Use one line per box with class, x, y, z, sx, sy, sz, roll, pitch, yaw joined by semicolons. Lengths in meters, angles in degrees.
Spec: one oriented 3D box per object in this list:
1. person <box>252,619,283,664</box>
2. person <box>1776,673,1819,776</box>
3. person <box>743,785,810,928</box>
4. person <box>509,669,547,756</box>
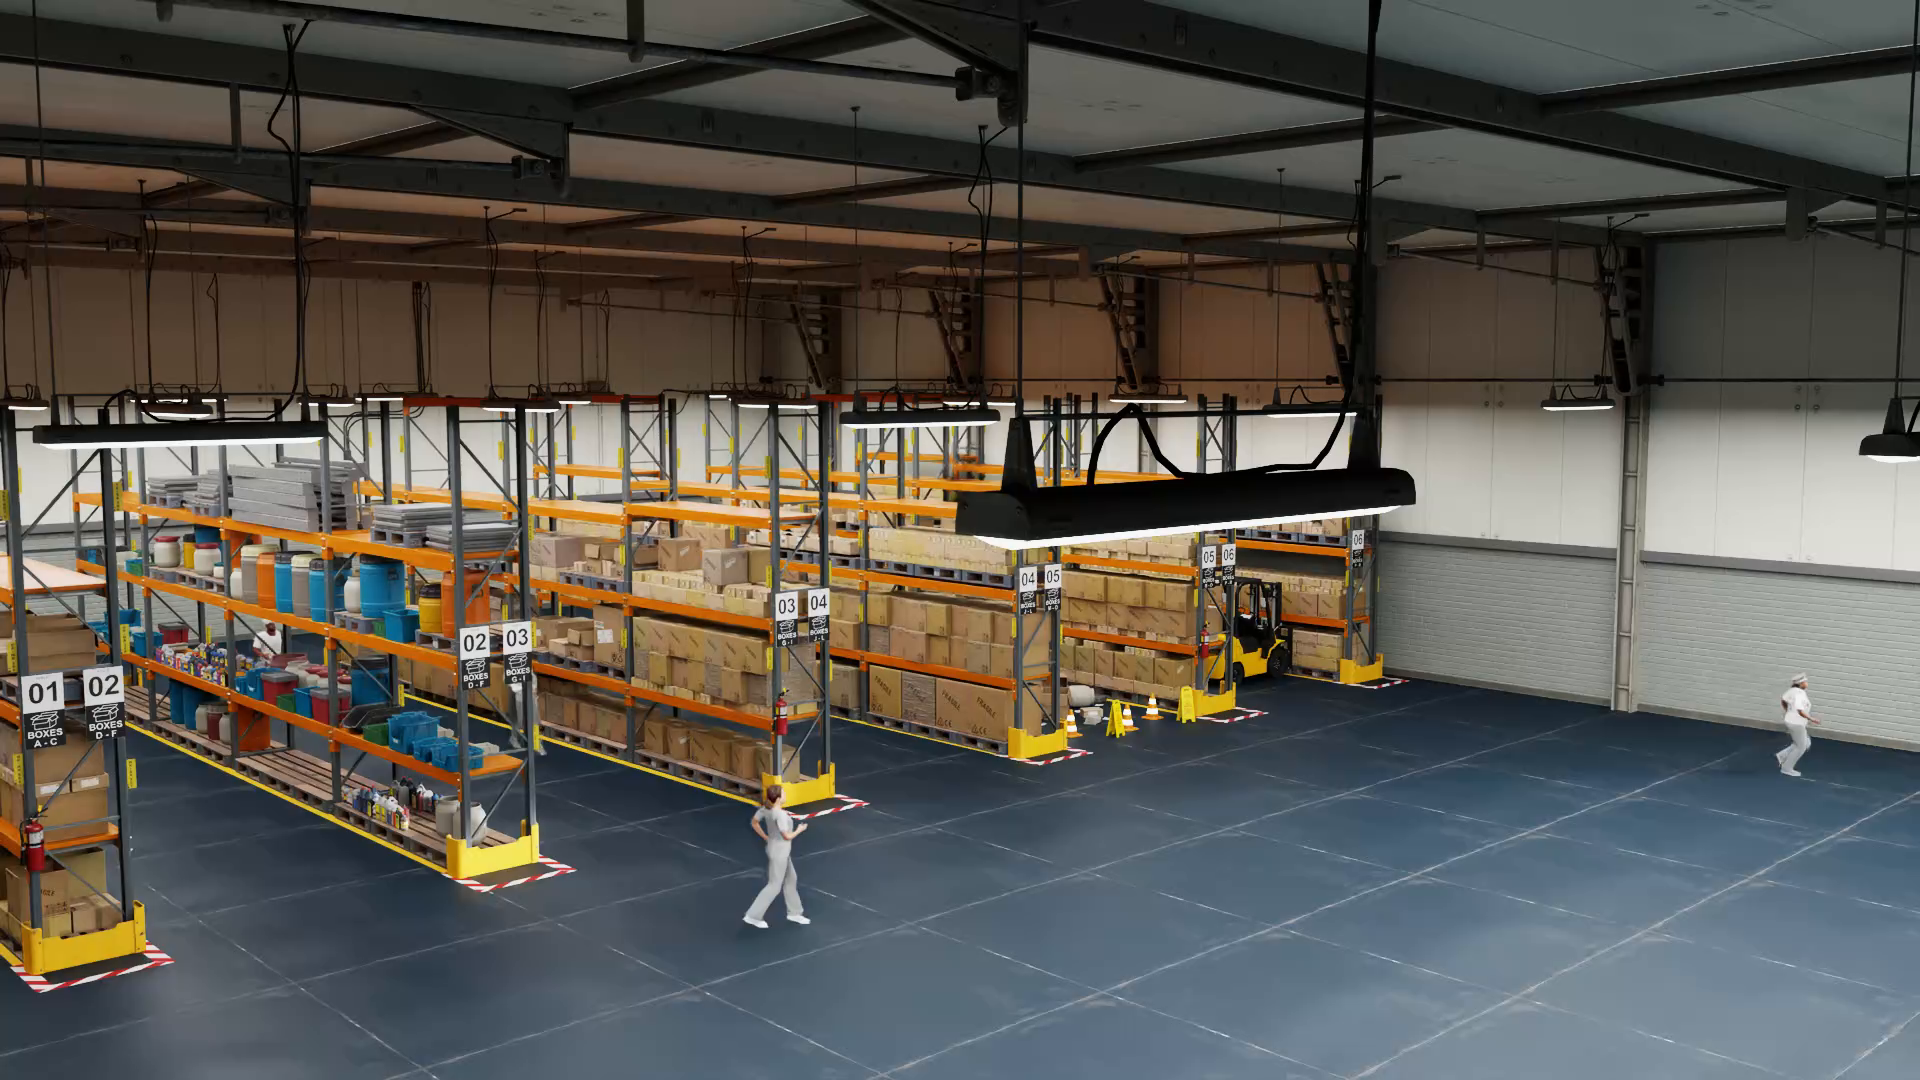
person;-13.314;2.353;32.197;0.567;1.723;0.706;4;7;37
person;13.434;2.935;26.628;0.546;1.658;0.608;1;6;12
person;-2.096;3.640;19.059;0.841;1.706;0.555;-3;6;-24
person;-7.339;2.755;28.132;0.812;1.733;0.602;4;7;39
